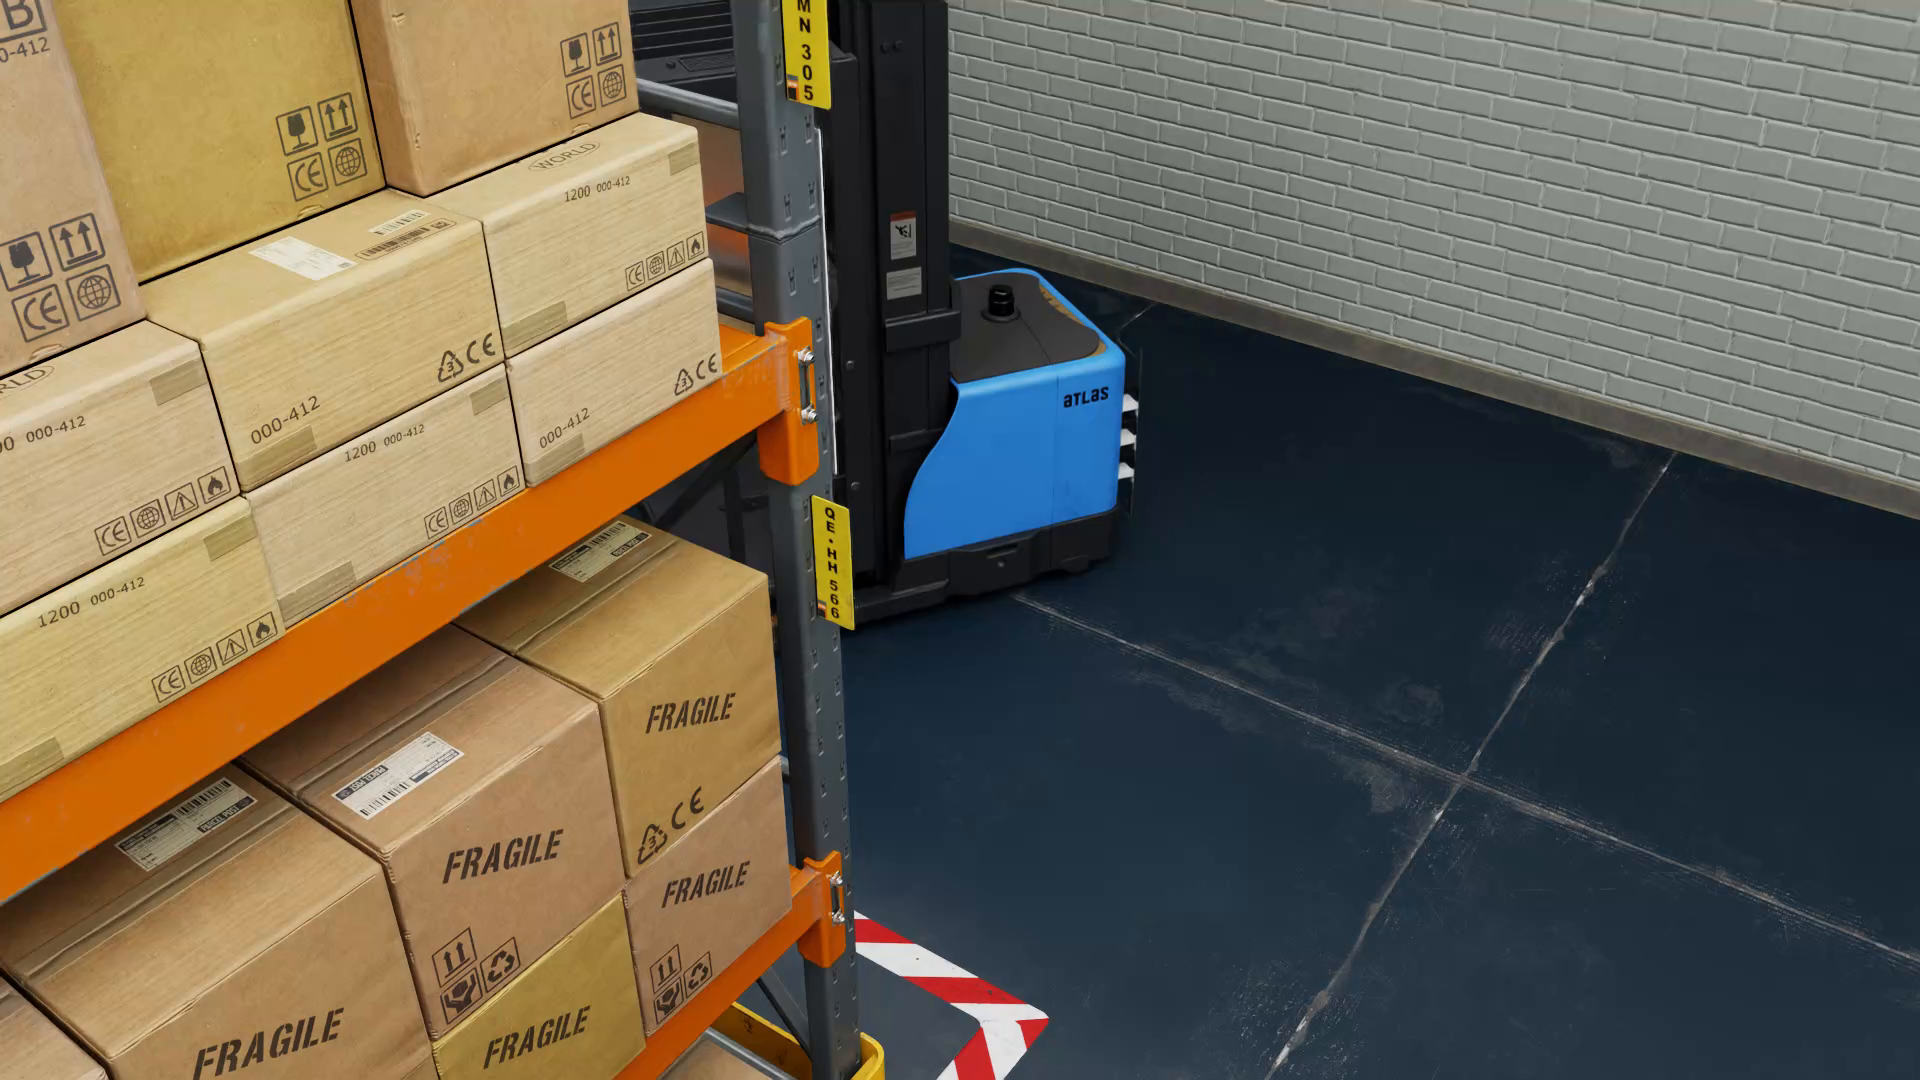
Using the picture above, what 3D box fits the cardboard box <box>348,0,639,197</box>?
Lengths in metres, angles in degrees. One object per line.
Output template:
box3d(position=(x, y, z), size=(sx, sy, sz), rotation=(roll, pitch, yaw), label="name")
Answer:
box3d(position=(-1.004, -0.979, 2.861), size=(0.700, 0.500, 0.500), rotation=(21, 39, 28), label="cardboard box")

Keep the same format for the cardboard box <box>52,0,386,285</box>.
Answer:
box3d(position=(-1.359, -0.776, 2.561), size=(0.700, 0.500, 0.500), rotation=(21, 39, 28), label="cardboard box")

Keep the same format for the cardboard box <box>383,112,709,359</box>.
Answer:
box3d(position=(-0.808, -0.592, 2.958), size=(0.500, 0.250, 0.500), rotation=(21, 39, 28), label="cardboard box")

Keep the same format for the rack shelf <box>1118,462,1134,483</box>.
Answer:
box3d(position=(0.671, -0.340, 7.830), size=(0.200, 0.077, 0.258), rotation=(-13, 36, -19), label="rack shelf")

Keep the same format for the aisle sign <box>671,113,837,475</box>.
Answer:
box3d(position=(-0.434, -0.533, 3.540), size=(0.394, 0.787, 0.004), rotation=(21, 39, 28), label="aisle sign")

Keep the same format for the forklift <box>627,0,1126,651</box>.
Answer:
box3d(position=(-0.850, -1.037, 6.668), size=(3.031, 2.935, 1.130), rotation=(-13, 36, -19), label="forklift")

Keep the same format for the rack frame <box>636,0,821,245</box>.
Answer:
box3d(position=(-0.725, -2.008, 2.686), size=(1.000, 3.000, 0.127), rotation=(21, 39, 28), label="rack frame")

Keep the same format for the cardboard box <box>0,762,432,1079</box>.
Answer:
box3d(position=(-1.332, 0.787, 2.926), size=(0.500, 0.500, 0.500), rotation=(22, 40, 29), label="cardboard box")

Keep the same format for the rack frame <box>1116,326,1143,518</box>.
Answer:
box3d(position=(0.764, -0.539, 7.744), size=(0.006, 0.900, 0.240), rotation=(-13, 36, -19), label="rack frame")

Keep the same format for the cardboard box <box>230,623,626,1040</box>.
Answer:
box3d(position=(-1.040, 0.547, 3.281), size=(0.500, 0.500, 0.500), rotation=(22, 40, 29), label="cardboard box")

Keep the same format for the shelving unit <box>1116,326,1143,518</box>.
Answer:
box3d(position=(0.671, -0.517, 7.711), size=(0.210, 0.900, 0.258), rotation=(-13, 36, -19), label="shelving unit")

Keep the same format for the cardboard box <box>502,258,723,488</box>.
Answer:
box3d(position=(-0.801, -0.382, 3.094), size=(0.500, 0.250, 0.500), rotation=(21, 39, 28), label="cardboard box")

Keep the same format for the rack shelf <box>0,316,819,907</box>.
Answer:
box3d(position=(-1.865, 0.453, 2.367), size=(1.077, 0.370, 4.000), rotation=(21, 39, 28), label="rack shelf")

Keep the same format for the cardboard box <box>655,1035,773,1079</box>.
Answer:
box3d(position=(-0.832, 1.659, 4.457), size=(0.500, 0.500, 0.500), rotation=(21, 39, 28), label="cardboard box")

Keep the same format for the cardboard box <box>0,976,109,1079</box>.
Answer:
box3d(position=(-1.624, 1.024, 2.577), size=(0.500, 0.500, 0.500), rotation=(23, 40, 30), label="cardboard box")

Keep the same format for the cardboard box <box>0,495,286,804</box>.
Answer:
box3d(position=(-1.369, 0.078, 2.413), size=(0.500, 0.250, 0.500), rotation=(21, 39, 28), label="cardboard box")

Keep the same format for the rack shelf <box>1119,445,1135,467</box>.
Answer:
box3d(position=(0.671, -0.415, 7.780), size=(0.200, 0.077, 0.258), rotation=(-13, 36, -19), label="rack shelf")

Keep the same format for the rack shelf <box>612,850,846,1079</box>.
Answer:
box3d(position=(-1.865, 1.696, 3.207), size=(1.077, 0.370, 4.000), rotation=(21, 39, 28), label="rack shelf")

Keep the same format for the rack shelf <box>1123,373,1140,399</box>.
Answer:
box3d(position=(0.671, -0.713, 7.578), size=(0.200, 0.077, 0.258), rotation=(-13, 36, -19), label="rack shelf")

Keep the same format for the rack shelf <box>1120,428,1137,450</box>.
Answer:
box3d(position=(0.671, -0.489, 7.730), size=(0.200, 0.077, 0.258), rotation=(-13, 36, -19), label="rack shelf")

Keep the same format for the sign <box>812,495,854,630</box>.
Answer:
box3d(position=(-0.280, 0.053, 3.678), size=(0.100, 0.325, 0.005), rotation=(21, 39, 28), label="sign")

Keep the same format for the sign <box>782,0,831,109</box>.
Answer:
box3d(position=(-0.280, -0.946, 3.002), size=(0.100, 0.325, 0.005), rotation=(21, 39, 28), label="sign")

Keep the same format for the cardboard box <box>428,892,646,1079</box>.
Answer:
box3d(position=(-1.049, 0.969, 3.550), size=(0.500, 0.500, 0.500), rotation=(22, 40, 29), label="cardboard box")

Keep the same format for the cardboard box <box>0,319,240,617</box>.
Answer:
box3d(position=(-1.381, -0.133, 2.279), size=(0.500, 0.250, 0.500), rotation=(21, 39, 28), label="cardboard box")

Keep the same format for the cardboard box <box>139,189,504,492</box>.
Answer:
box3d(position=(-1.093, -0.362, 2.618), size=(0.500, 0.250, 0.500), rotation=(21, 39, 28), label="cardboard box")

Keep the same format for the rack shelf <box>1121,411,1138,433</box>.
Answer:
box3d(position=(0.671, -0.564, 7.679), size=(0.200, 0.077, 0.258), rotation=(-13, 36, -19), label="rack shelf")

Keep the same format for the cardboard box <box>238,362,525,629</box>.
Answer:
box3d(position=(-1.095, -0.156, 2.759), size=(0.500, 0.250, 0.500), rotation=(21, 39, 28), label="cardboard box")

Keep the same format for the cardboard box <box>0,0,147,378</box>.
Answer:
box3d(position=(-1.556, -0.512, 2.170), size=(0.700, 0.500, 0.500), rotation=(21, 39, 28), label="cardboard box")

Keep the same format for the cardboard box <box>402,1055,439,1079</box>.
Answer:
box3d(position=(-1.338, 1.197, 3.214), size=(0.500, 0.500, 0.500), rotation=(22, 40, 29), label="cardboard box")

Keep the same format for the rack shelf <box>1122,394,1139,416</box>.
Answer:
box3d(position=(0.671, -0.638, 7.629), size=(0.200, 0.077, 0.258), rotation=(-13, 36, -19), label="rack shelf")

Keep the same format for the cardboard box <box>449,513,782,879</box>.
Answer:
box3d(position=(-0.752, 0.314, 3.626), size=(0.500, 0.500, 0.500), rotation=(21, 39, 28), label="cardboard box")

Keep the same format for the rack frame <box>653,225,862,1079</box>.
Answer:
box3d(position=(-0.725, 0.477, 4.367), size=(1.000, 3.000, 0.127), rotation=(21, 39, 28), label="rack frame")

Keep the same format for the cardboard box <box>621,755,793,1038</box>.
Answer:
box3d(position=(-0.756, 0.729, 3.905), size=(0.500, 0.500, 0.500), rotation=(23, 40, 30), label="cardboard box")

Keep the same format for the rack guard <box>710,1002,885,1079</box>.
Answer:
box3d(position=(-0.768, 1.548, 5.015), size=(1.175, 0.500, 0.348), rotation=(21, 39, 28), label="rack guard")
